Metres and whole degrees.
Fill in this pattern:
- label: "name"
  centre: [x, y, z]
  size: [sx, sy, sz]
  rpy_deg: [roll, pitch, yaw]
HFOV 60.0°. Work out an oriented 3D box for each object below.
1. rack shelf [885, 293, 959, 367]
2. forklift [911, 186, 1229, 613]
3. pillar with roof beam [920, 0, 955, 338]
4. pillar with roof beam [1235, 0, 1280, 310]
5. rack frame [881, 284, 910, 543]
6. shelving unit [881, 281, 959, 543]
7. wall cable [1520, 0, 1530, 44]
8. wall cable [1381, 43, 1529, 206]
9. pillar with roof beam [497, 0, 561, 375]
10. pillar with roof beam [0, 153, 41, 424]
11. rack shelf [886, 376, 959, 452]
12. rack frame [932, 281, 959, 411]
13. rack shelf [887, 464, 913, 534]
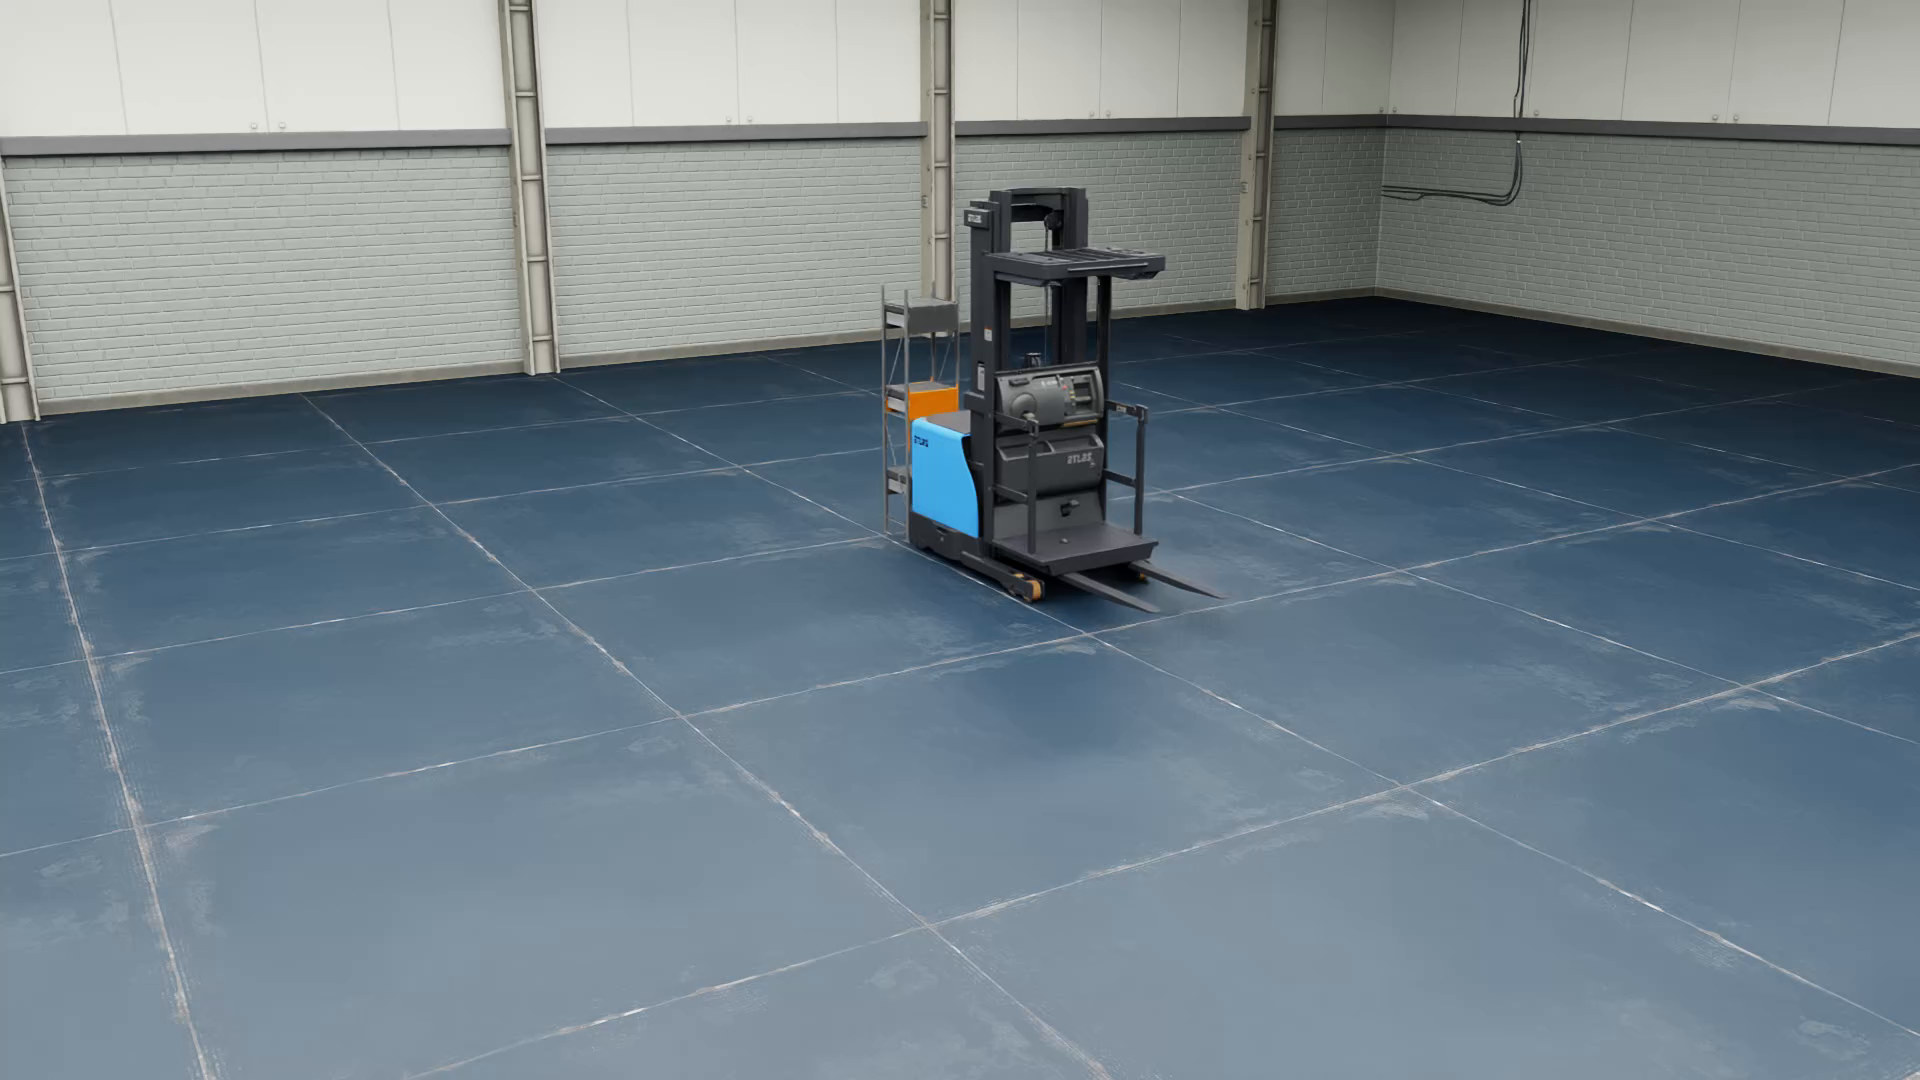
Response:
- label: "rack shelf"
  centre: [-0.326, -1.725, 13.632]
  size: [0.480, 0.518, 0.431]
  rpy_deg: [-10, 18, -32]
- label: "forklift"
  centre: [0.803, -1.097, 12.393]
  size: [1.130, 2.935, 3.031]
  rpy_deg: [-10, 18, -31]
- label: "pillar with roof beam"
  centre: [1.898, -6.365, 19.946]
  size: [0.400, 9.000, 9.100]
  rpy_deg: [-9, 18, -30]
- label: "pillar with roof beam"
  centre: [7.041, -7.199, 22.921]
  size: [0.400, 9.000, 9.100]
  rpy_deg: [-9, 18, -30]
- label: "rack frame"
  centre: [-0.531, -1.029, 13.690]
  size: [0.015, 2.100, 0.400]
  rpy_deg: [-10, 18, -32]
- label: "shelving unit"
  centre: [-0.326, -1.065, 13.817]
  size: [0.503, 2.100, 0.431]
  rpy_deg: [-10, 18, -32]
- label: "wall cable"
  centre: [9.423, -8.610, 24.348]
  size: [0.112, 2.526, 3.097]
  rpy_deg: [-9, 18, -30]
- label: "wall cable"
  centre: [8.030, -6.804, 27.263]
  size: [0.112, 2.526, 3.097]
  rpy_deg: [-9, 18, -30]
- label: "pillar with roof beam"
  centre: [-3.245, -5.531, 16.970]
  size: [0.400, 9.000, 9.100]
  rpy_deg: [-9, 18, -30]
- label: "pillar with roof beam"
  centre: [-8.388, -4.697, 13.995]
  size: [0.400, 9.000, 9.100]
  rpy_deg: [-9, 18, -30]
- label: "rack shelf"
  centre: [-0.326, -1.051, 13.821]
  size: [0.480, 0.518, 0.431]
  rpy_deg: [-10, 18, -32]
- label: "rack frame"
  centre: [-0.121, -1.100, 13.945]
  size: [0.015, 2.100, 0.400]
  rpy_deg: [-10, 18, -32]
- label: "rack shelf"
  centre: [-0.326, -0.377, 14.010]
  size: [0.480, 0.518, 0.431]
  rpy_deg: [-10, 18, -32]
